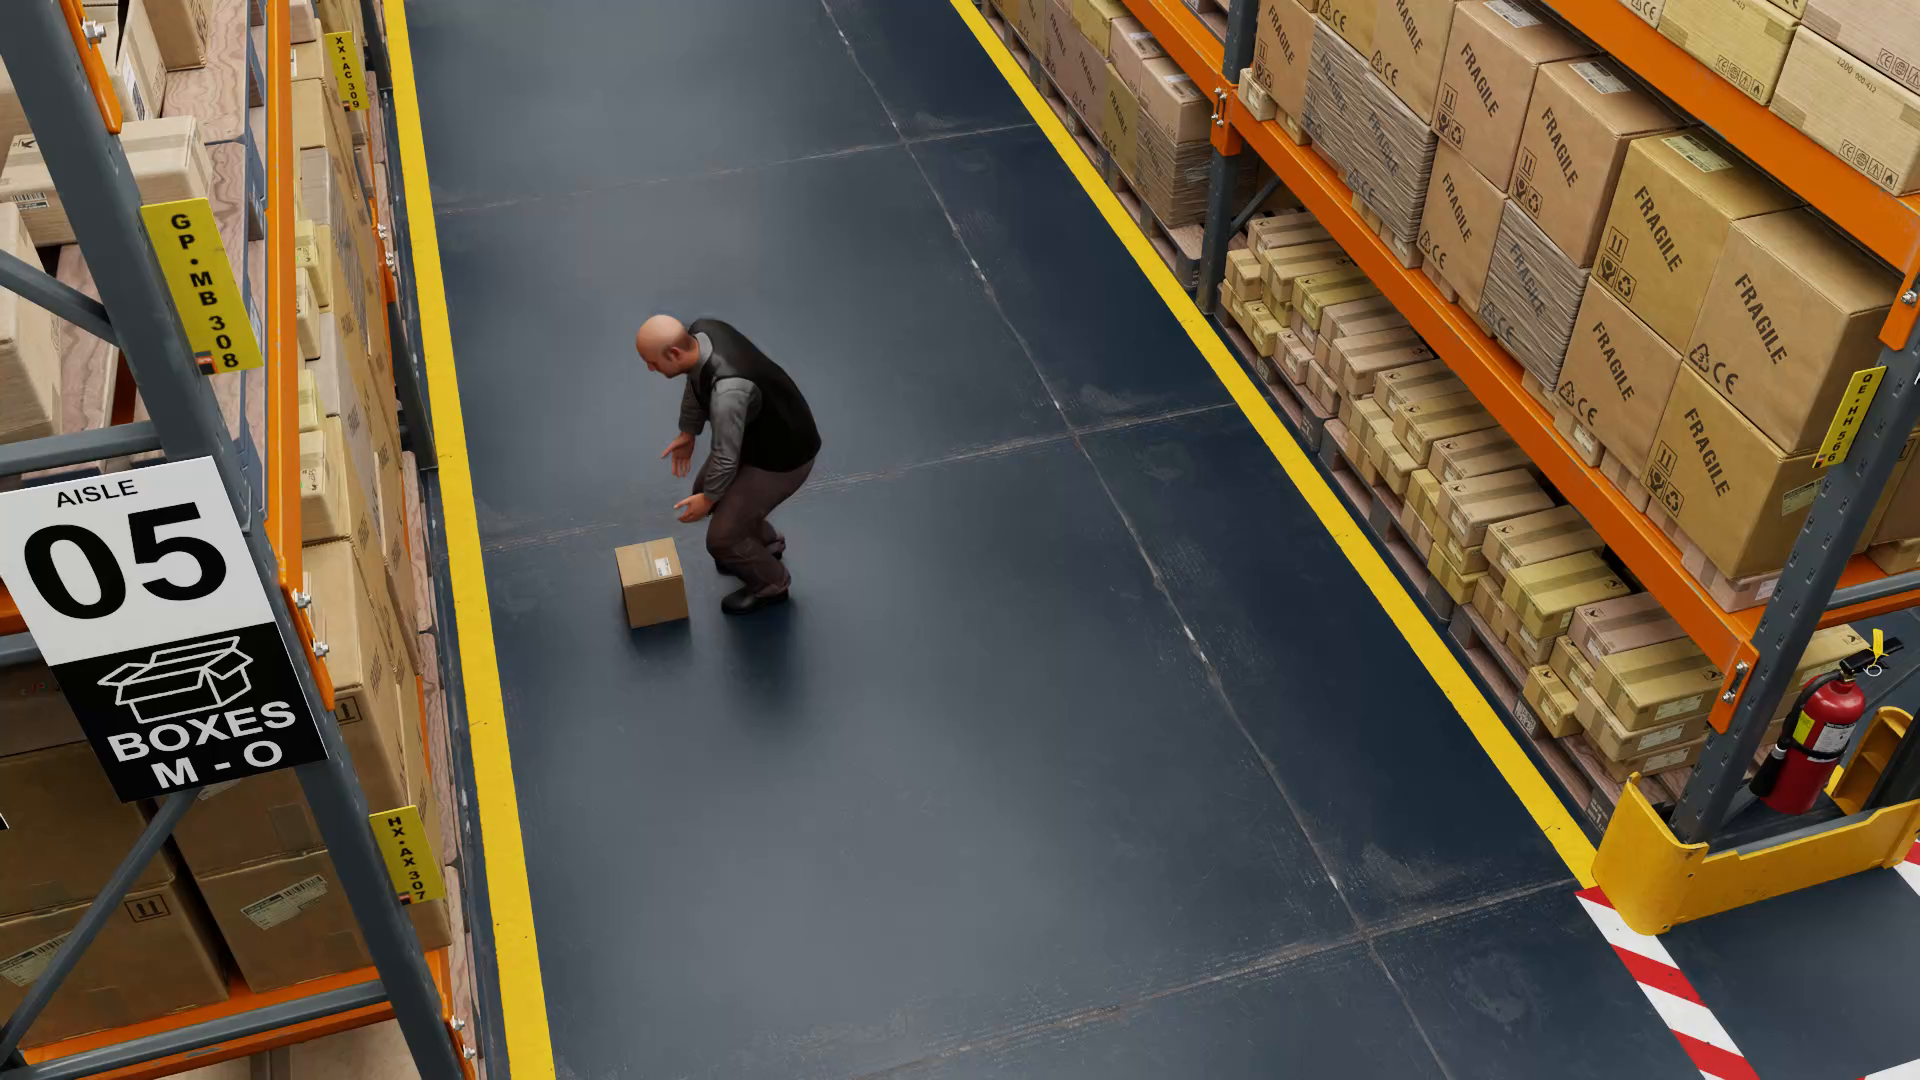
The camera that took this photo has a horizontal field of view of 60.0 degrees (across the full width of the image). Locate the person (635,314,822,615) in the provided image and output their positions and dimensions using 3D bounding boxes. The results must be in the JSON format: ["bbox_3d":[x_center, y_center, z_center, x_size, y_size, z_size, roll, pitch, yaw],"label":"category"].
[{"bbox_3d":[-0.900,-0.333,6.750,0.669,1.461,0.590,-12,43,-13],"label":"person"}]
